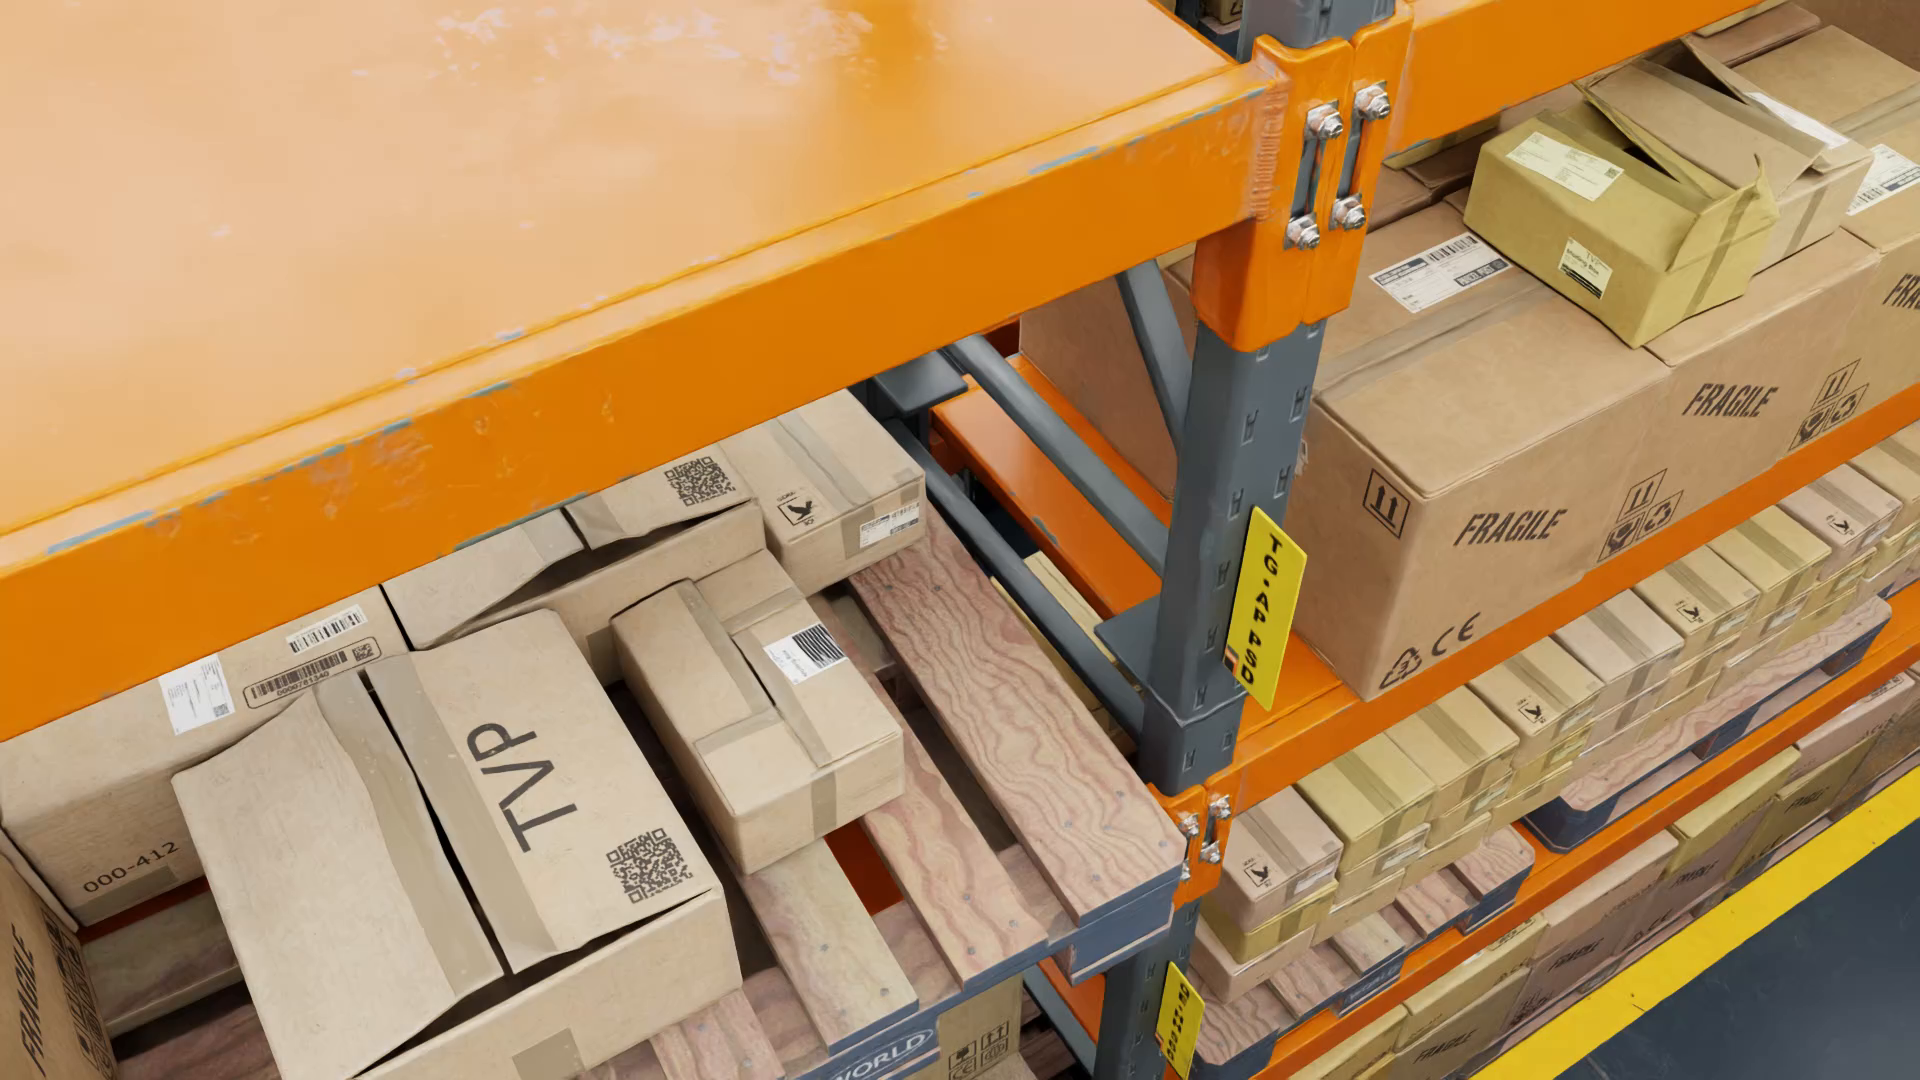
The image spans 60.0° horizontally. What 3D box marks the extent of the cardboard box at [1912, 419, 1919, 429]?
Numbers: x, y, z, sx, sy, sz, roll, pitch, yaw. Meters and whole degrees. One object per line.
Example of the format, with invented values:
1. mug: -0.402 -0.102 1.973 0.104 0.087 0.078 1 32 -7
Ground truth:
1. cardboard box: 2.589 -0.312 4.453 0.250 0.149 0.380 -25 53 -21

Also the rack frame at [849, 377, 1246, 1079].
1. rack frame: 0.110 0.939 3.851 0.127 3.000 1.000 -25 53 -21

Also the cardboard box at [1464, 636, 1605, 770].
1. cardboard box: 1.264 0.314 3.896 0.250 0.149 0.380 -27 54 -22

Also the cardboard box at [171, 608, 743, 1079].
1. cardboard box: -0.614 0.404 2.030 0.500 0.311 0.500 -25 53 -21

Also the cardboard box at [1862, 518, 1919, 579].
1. cardboard box: 2.378 -0.110 4.472 0.250 0.149 0.380 -28 54 -23

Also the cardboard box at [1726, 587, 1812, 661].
1. cardboard box: 1.940 0.094 4.291 0.250 0.149 0.380 -23 52 -20

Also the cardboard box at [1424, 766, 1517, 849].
1. cardboard box: 1.078 0.500 3.929 0.250 0.149 0.380 -27 54 -22

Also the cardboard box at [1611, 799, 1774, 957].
1. cardboard box: 2.131 0.896 5.281 0.500 0.500 0.500 -26 53 -22

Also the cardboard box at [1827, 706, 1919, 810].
1. cardboard box: 3.001 0.490 5.643 0.500 0.500 0.500 -26 53 -21

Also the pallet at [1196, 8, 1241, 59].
1. pallet: 1.616 -3.154 9.363 1.213 0.211 1.003 -25 53 -21

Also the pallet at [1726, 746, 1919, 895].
1. pallet: 2.835 0.583 6.035 1.213 0.211 1.003 -25 53 -21

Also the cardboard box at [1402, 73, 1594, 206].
1. cardboard box: 0.873 -0.688 3.224 0.500 0.500 0.500 -25 53 -21

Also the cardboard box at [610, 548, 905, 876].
1. cardboard box: -0.280 0.223 2.287 0.250 0.166 0.380 -25 53 -21

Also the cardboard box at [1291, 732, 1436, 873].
1. cardboard box: 0.830 0.514 3.718 0.250 0.149 0.380 -27 54 -22

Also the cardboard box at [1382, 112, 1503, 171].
1. cardboard box: 0.739 -0.886 2.888 0.258 0.266 0.396 -25 53 -21

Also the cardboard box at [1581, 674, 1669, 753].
1. cardboard box: 1.502 0.301 4.107 0.250 0.149 0.380 -25 53 -21

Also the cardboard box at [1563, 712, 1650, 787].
1. cardboard box: 1.502 0.401 4.217 0.250 0.149 0.380 -24 52 -20

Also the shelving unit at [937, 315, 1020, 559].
1. shelving unit: 0.140 -0.764 5.970 0.503 2.100 0.431 -25 53 -21

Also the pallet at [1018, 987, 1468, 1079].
1. pallet: 0.771 1.556 5.169 1.213 0.211 1.003 -25 53 -21

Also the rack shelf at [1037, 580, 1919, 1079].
1. rack shelf: 1.801 0.381 4.829 4.000 0.370 1.077 -25 53 -21

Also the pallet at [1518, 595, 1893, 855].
1. pallet: 1.762 0.188 4.648 1.213 0.211 1.003 -25 53 -21

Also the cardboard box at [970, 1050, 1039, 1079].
1. cardboard box: -0.128 1.254 3.503 0.500 0.500 0.500 -25 53 -21

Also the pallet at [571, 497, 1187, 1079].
1. pallet: -0.407 0.294 2.543 1.003 0.211 1.213 -23 52 -19

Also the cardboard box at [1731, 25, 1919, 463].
1. cardboard box: 1.574 -0.558 3.108 0.500 0.500 0.500 -25 53 -21

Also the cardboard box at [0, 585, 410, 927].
1. cardboard box: -1.044 0.167 2.282 0.500 0.250 0.500 -24 53 -20

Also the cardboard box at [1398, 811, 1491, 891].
1. cardboard box: 1.051 0.617 4.024 0.250 0.149 0.380 -23 52 -19

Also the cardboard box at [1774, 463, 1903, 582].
1. cardboard box: 2.154 -0.107 4.271 0.250 0.149 0.380 -27 54 -22

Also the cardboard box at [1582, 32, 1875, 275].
1. cardboard box: 1.229 -0.666 2.692 0.258 0.266 0.396 -25 53 -21

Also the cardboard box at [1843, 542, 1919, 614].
1. cardboard box: 2.387 -0.012 4.584 0.250 0.149 0.380 -27 54 -22

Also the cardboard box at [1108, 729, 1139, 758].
1. cardboard box: 0.281 0.396 4.221 0.250 0.149 0.380 -24 53 -20

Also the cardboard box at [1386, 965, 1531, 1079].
1. cardboard box: 1.267 1.307 4.915 0.500 0.500 0.500 -25 53 -20

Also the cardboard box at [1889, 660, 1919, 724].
1. cardboard box: 2.997 0.243 5.360 0.500 0.250 0.500 -27 53 -22

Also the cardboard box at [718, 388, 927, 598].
1. cardboard box: -0.258 -0.116 2.602 0.250 0.149 0.380 -27 54 -22

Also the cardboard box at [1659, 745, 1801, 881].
1. cardboard box: 2.116 0.659 4.990 0.500 0.250 0.500 -27 54 -22

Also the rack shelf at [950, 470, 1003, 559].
1. rack shelf: 0.140 -0.290 6.503 0.480 0.518 0.431 -25 53 -21

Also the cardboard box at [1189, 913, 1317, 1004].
1. cardboard box: 0.596 0.832 3.833 0.250 0.149 0.380 -26 53 -21

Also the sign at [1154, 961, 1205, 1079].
1. sign: 0.408 0.903 3.107 0.005 0.325 0.100 -25 53 -21

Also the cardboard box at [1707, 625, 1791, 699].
1. cardboard box: 1.937 0.199 4.396 0.250 0.149 0.380 -27 54 -22

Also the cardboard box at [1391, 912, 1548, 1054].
1. cardboard box: 1.251 1.057 4.636 0.500 0.250 0.500 -26 53 -21

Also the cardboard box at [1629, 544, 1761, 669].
1. cardboard box: 1.714 0.098 4.088 0.250 0.149 0.380 -24 52 -20

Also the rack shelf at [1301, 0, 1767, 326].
1. rack shelf: 1.801 -1.481 2.738 4.000 0.370 1.077 -25 53 -21

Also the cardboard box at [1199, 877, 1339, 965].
1. cardboard box: 0.625 0.718 3.735 0.250 0.149 0.380 -23 52 -19

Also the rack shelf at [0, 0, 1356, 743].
1. rack shelf: -1.582 0.113 1.319 4.000 0.370 1.077 -25 53 -21

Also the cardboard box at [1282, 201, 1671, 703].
1. cardboard box: 0.735 -0.152 2.746 0.500 0.500 0.500 -25 53 -21

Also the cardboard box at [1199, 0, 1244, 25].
1. cardboard box: 1.532 -3.474 8.922 0.875 0.875 0.875 -25 53 -21
